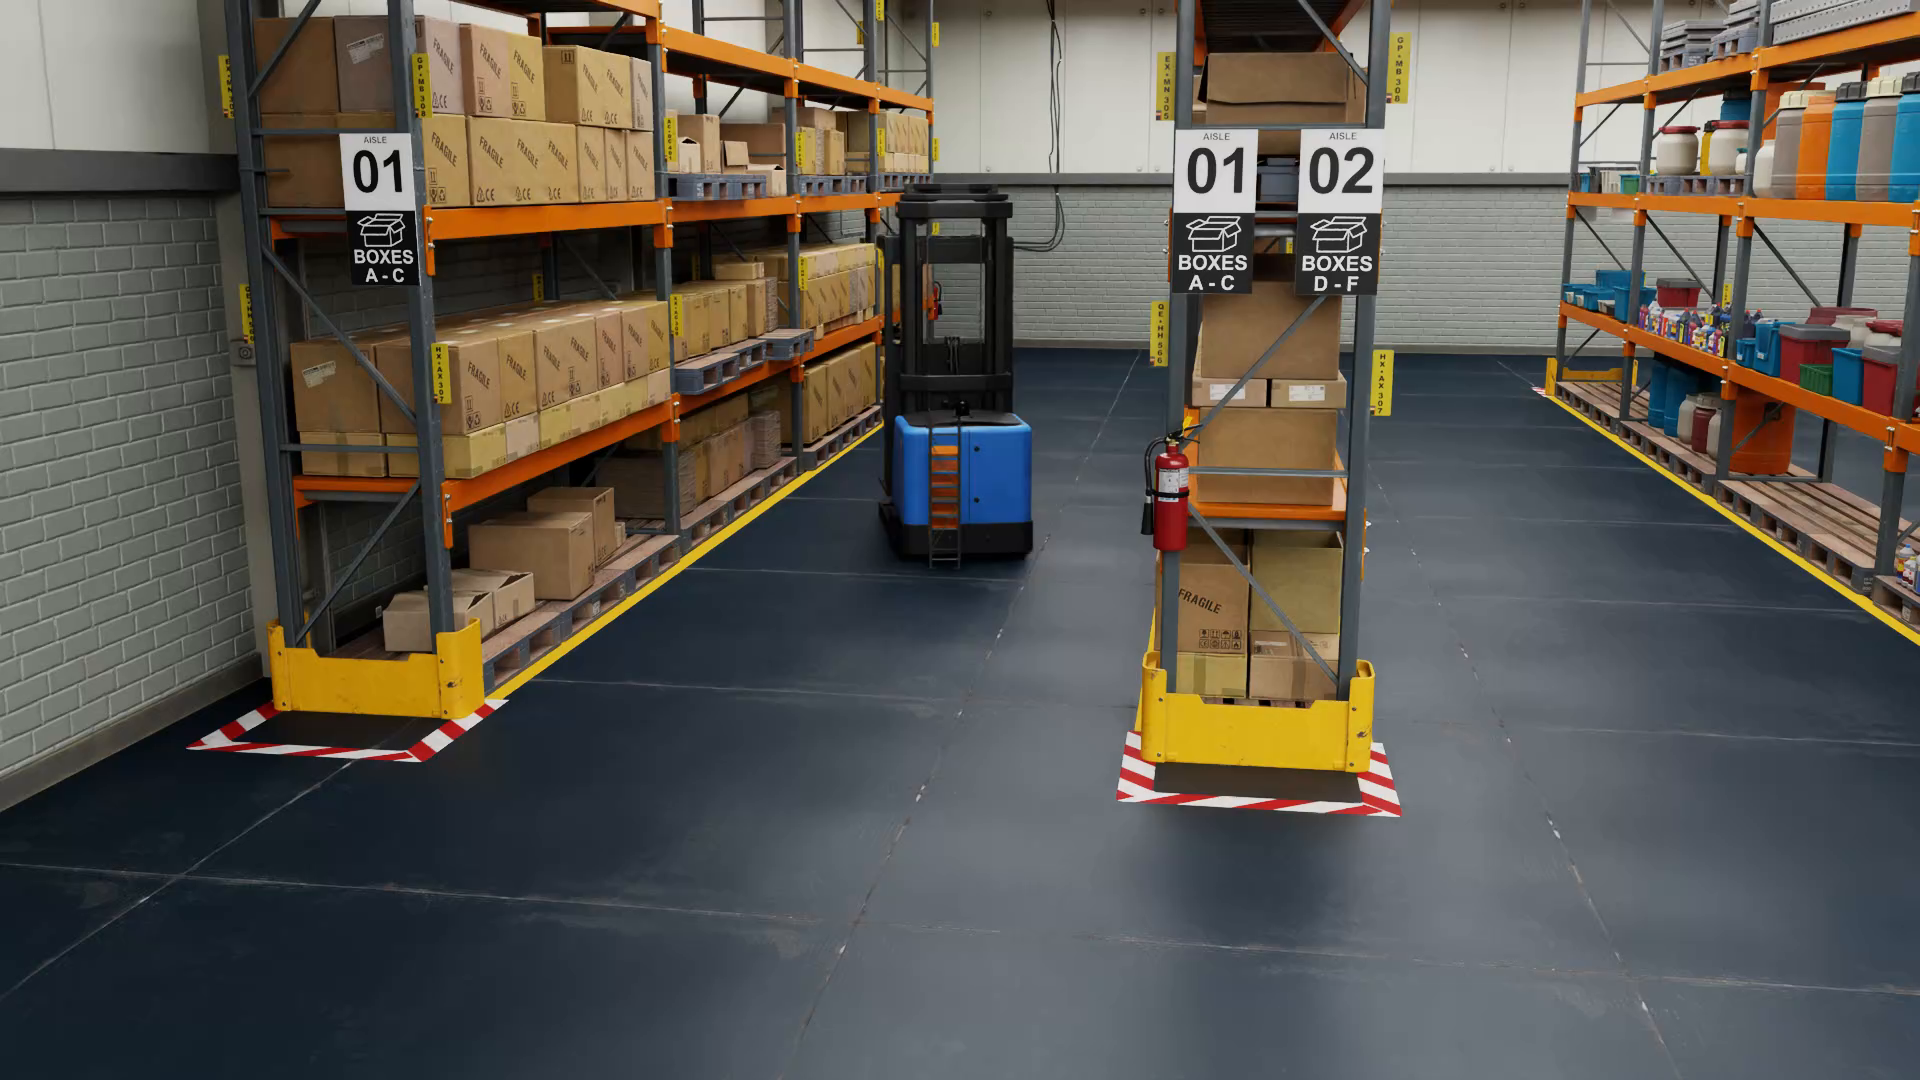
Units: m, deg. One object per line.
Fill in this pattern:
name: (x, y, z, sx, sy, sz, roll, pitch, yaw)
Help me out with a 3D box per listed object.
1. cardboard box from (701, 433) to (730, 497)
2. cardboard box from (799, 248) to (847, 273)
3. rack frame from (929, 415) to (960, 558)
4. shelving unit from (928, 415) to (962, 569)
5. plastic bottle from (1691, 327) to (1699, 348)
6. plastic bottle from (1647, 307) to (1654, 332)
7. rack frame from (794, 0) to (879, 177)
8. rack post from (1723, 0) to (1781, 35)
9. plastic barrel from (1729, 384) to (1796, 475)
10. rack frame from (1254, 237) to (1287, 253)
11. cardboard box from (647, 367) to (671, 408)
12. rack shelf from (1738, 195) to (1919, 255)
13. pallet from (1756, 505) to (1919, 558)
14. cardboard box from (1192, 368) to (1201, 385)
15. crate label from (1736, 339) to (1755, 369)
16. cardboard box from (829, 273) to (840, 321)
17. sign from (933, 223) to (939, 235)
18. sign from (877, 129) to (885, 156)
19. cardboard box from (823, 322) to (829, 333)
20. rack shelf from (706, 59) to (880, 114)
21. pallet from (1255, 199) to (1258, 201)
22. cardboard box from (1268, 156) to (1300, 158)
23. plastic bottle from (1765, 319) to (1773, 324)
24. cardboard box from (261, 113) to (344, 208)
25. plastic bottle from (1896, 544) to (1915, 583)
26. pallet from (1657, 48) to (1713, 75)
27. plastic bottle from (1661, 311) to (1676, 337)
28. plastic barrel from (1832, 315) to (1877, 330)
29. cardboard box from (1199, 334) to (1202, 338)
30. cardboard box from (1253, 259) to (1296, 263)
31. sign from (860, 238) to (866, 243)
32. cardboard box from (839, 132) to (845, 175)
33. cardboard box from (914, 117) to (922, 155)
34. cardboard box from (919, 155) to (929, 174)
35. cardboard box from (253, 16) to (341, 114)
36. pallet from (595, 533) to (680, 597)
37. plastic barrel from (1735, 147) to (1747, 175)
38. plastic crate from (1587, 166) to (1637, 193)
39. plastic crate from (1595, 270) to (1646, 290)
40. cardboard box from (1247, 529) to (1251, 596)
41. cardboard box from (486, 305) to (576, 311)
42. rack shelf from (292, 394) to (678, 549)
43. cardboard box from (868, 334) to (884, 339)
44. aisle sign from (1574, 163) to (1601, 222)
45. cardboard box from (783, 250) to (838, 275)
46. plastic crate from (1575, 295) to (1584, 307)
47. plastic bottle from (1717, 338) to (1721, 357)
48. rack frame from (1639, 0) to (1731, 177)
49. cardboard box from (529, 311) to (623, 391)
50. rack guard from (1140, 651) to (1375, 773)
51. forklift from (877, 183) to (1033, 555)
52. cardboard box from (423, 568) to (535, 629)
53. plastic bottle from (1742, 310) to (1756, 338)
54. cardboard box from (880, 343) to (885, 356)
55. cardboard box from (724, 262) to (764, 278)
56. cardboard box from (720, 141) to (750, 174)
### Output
cardboard box: (-2.490, -0.691, 14.967, 0.700, 0.500, 0.500, 2, 12, 9)
cardboard box: (-1.568, -3.142, 18.681, 0.500, 0.250, 0.500, 2, 12, 7)
rack frame: (-0.119, -0.398, 12.869, 0.240, 1.200, 0.006, 0, 25, -1)
shelving unit: (-0.117, -0.360, 12.785, 0.258, 1.200, 0.189, 0, 25, -1)
plastic bottle: (7.486, -2.056, 16.883, 0.097, 0.201, 0.097, 0, 12, 0)
plastic bottle: (7.772, -2.476, 18.668, 0.097, 0.271, 0.097, 0, 12, 0)
rack frame: (-1.504, -5.928, 20.139, 1.000, 3.000, 0.127, 2, 12, 9)
rack post: (7.740, -4.889, 15.500, 0.954, 0.300, 0.937, 2, 12, 9)
plastic barrel: (7.728, -1.088, 16.077, 0.600, 0.830, 0.708, 2, 12, 9)
rack frame: (3.391, -2.835, 20.030, 1.000, 3.000, 0.127, 2, 12, 9)
cardboard box: (-2.508, -1.158, 12.554, 0.500, 0.250, 0.500, 2, 12, 9)
rack shelf: (7.362, -2.540, 13.246, 1.077, 0.370, 4.000, 2, 12, 9)
pallet: (7.322, -0.065, 13.794, 1.003, 0.211, 1.213, 2, 12, 9)
cardboard box: (1.455, -0.844, 9.010, 0.380, 0.149, 0.250, 2, 12, 10)
crate label: (7.234, -1.684, 15.085, 0.303, 0.233, 0.416, 2, 12, 9)
cardboard box: (-1.625, -2.671, 18.277, 0.500, 0.500, 0.500, 2, 12, 8)
sign: (-0.355, -4.489, 24.393, 0.100, 0.325, 0.005, 2, 12, 9)
sign: (-0.967, -4.852, 20.295, 0.100, 0.325, 0.005, 2, 12, 9)
cardboard box: (-1.670, -2.379, 18.462, 0.380, 0.149, 0.250, 2, 12, 10)
rack shelf: (-1.812, -4.964, 18.325, 1.077, 0.370, 4.000, 2, 12, 9)
pallet: (2.283, -2.727, 12.860, 0.805, 0.209, 1.217, 1, 12, 6)
cardboard box: (1.901, -2.194, 9.200, 0.380, 0.149, 0.250, 2, 12, 9)
plastic bottle: (8.278, -2.122, 17.024, 0.097, 0.271, 0.097, 0, 12, 0)
cardboard box: (-3.536, -2.117, 9.292, 0.500, 0.500, 0.500, 3, 12, 13)
plastic bottle: (6.572, 0.162, 11.553, 0.097, 0.271, 0.097, 0, 12, 0)
pallet: (8.188, -5.146, 17.907, 1.003, 0.211, 1.213, 2, 12, 9)
plastic bottle: (7.695, -2.337, 18.010, 0.152, 0.276, 0.135, 2, 12, 9)
plastic barrel: (7.722, -1.675, 14.380, 0.421, 0.512, 0.421, 0, 12, 0)
cardboard box: (1.772, -1.274, 11.006, 0.380, 0.149, 0.250, 1, 12, 7)
cardboard box: (1.944, -1.551, 10.754, 0.700, 0.500, 0.500, 2, 12, 9)
sign: (-1.437, -4.309, 24.624, 0.100, 0.325, 0.005, 2, 12, 9)
cardboard box: (-1.748, -4.546, 19.564, 0.700, 0.500, 0.500, 1, 12, 6)
cardboard box: (-0.820, -5.576, 22.971, 0.500, 0.500, 0.500, 2, 12, 10)
cardboard box: (-0.740, -5.314, 23.532, 0.500, 0.250, 0.500, 2, 12, 10)
cardboard box: (-3.542, -2.609, 9.201, 0.500, 0.500, 0.500, 2, 12, 11)
pallet: (-2.803, 0.174, 12.683, 1.003, 0.211, 1.213, 2, 12, 9)
plastic barrel: (7.690, -3.673, 16.130, 0.301, 0.262, 0.301, 0, 12, 0)
plastic crate: (8.393, -4.634, 21.401, 0.504, 0.338, 0.767, 2, 12, 9)
plastic crate: (9.033, -3.478, 22.783, 0.616, 0.435, 0.499, 2, 12, 9)
cardboard box: (1.987, 0.122, 10.058, 0.500, 0.500, 0.500, 2, 12, 9)
cardboard box: (-3.097, -1.434, 12.056, 0.500, 0.500, 0.500, 2, 12, 8)
rack shelf: (-3.042, -0.562, 11.187, 1.077, 0.370, 4.000, 2, 12, 9)
cardboard box: (-1.231, -2.801, 23.268, 0.380, 0.149, 0.250, 2, 12, 9)
aisle sign: (8.618, -4.802, 22.985, 0.394, 0.787, 0.004, 2, 12, 9)
cardboard box: (-1.640, -3.035, 18.187, 0.500, 0.250, 0.500, 2, 12, 9)
plastic crate: (8.301, -3.161, 22.025, 0.250, 0.136, 0.298, 2, 12, 9)
plastic bottle: (7.346, -1.866, 16.002, 0.097, 0.201, 0.097, 0, 12, 0)
rack frame: (8.285, -5.607, 18.649, 1.000, 3.000, 0.127, 2, 12, 9)
cardboard box: (-2.661, -1.316, 11.507, 0.500, 0.500, 0.500, 2, 12, 7)
rack guard: (1.542, 0.890, 8.679, 1.175, 0.500, 0.348, 2, 12, 9)
forklift: (-0.130, -1.572, 14.331, 1.130, 2.935, 3.031, -2, 12, -8)
cardboard box: (-3.067, 0.343, 10.622, 0.500, 0.311, 0.500, 3, 13, 13)
plastic bottle: (8.126, -2.196, 17.178, 0.144, 0.351, 0.185, 2, 12, 9)
cardboard box: (-1.055, -2.513, 21.932, 0.380, 0.149, 0.250, 2, 12, 11)
cardboard box: (-2.143, -2.671, 16.444, 0.380, 0.149, 0.250, 0, 12, 1)
cardboard box: (-2.411, -3.422, 15.340, 0.797, 0.503, 0.637, 4, 13, 17)
